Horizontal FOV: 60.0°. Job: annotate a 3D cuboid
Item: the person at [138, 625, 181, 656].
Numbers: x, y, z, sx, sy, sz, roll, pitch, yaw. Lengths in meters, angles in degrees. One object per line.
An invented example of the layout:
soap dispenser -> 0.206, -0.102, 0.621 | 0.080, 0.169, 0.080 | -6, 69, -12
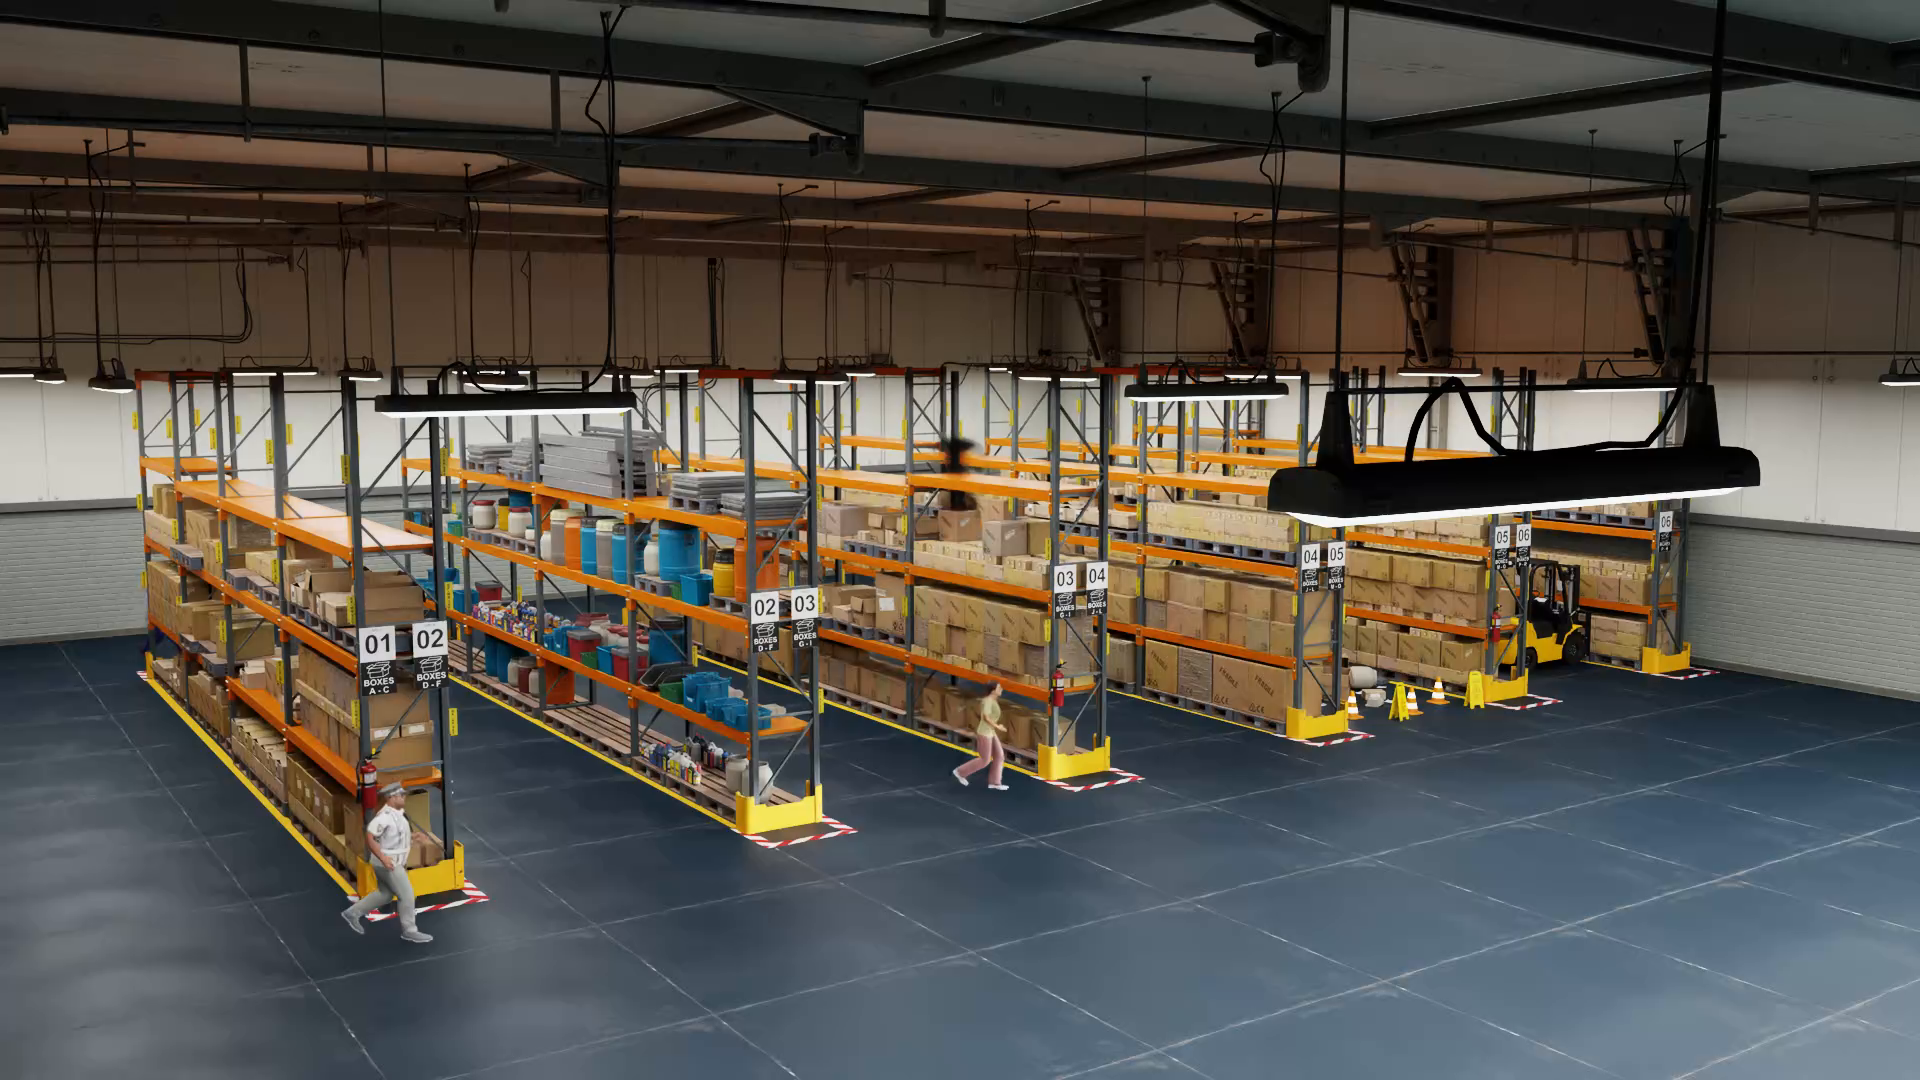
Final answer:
person -> -16.446, 1.661, 34.297 | 0.924, 1.640, 0.629 | -1, 7, -9

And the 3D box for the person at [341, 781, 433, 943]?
person -> -6.167, 3.460, 17.815 | 0.940, 1.778, 0.642 | -1, 7, -12

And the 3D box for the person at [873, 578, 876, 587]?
person -> -1.874, 0.744, 41.890 | 0.791, 1.780, 0.631 | 3, 7, 25

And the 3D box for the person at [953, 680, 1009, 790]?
person -> 0.308, 2.861, 24.059 | 0.813, 1.545, 0.574 | 1, 7, 9
